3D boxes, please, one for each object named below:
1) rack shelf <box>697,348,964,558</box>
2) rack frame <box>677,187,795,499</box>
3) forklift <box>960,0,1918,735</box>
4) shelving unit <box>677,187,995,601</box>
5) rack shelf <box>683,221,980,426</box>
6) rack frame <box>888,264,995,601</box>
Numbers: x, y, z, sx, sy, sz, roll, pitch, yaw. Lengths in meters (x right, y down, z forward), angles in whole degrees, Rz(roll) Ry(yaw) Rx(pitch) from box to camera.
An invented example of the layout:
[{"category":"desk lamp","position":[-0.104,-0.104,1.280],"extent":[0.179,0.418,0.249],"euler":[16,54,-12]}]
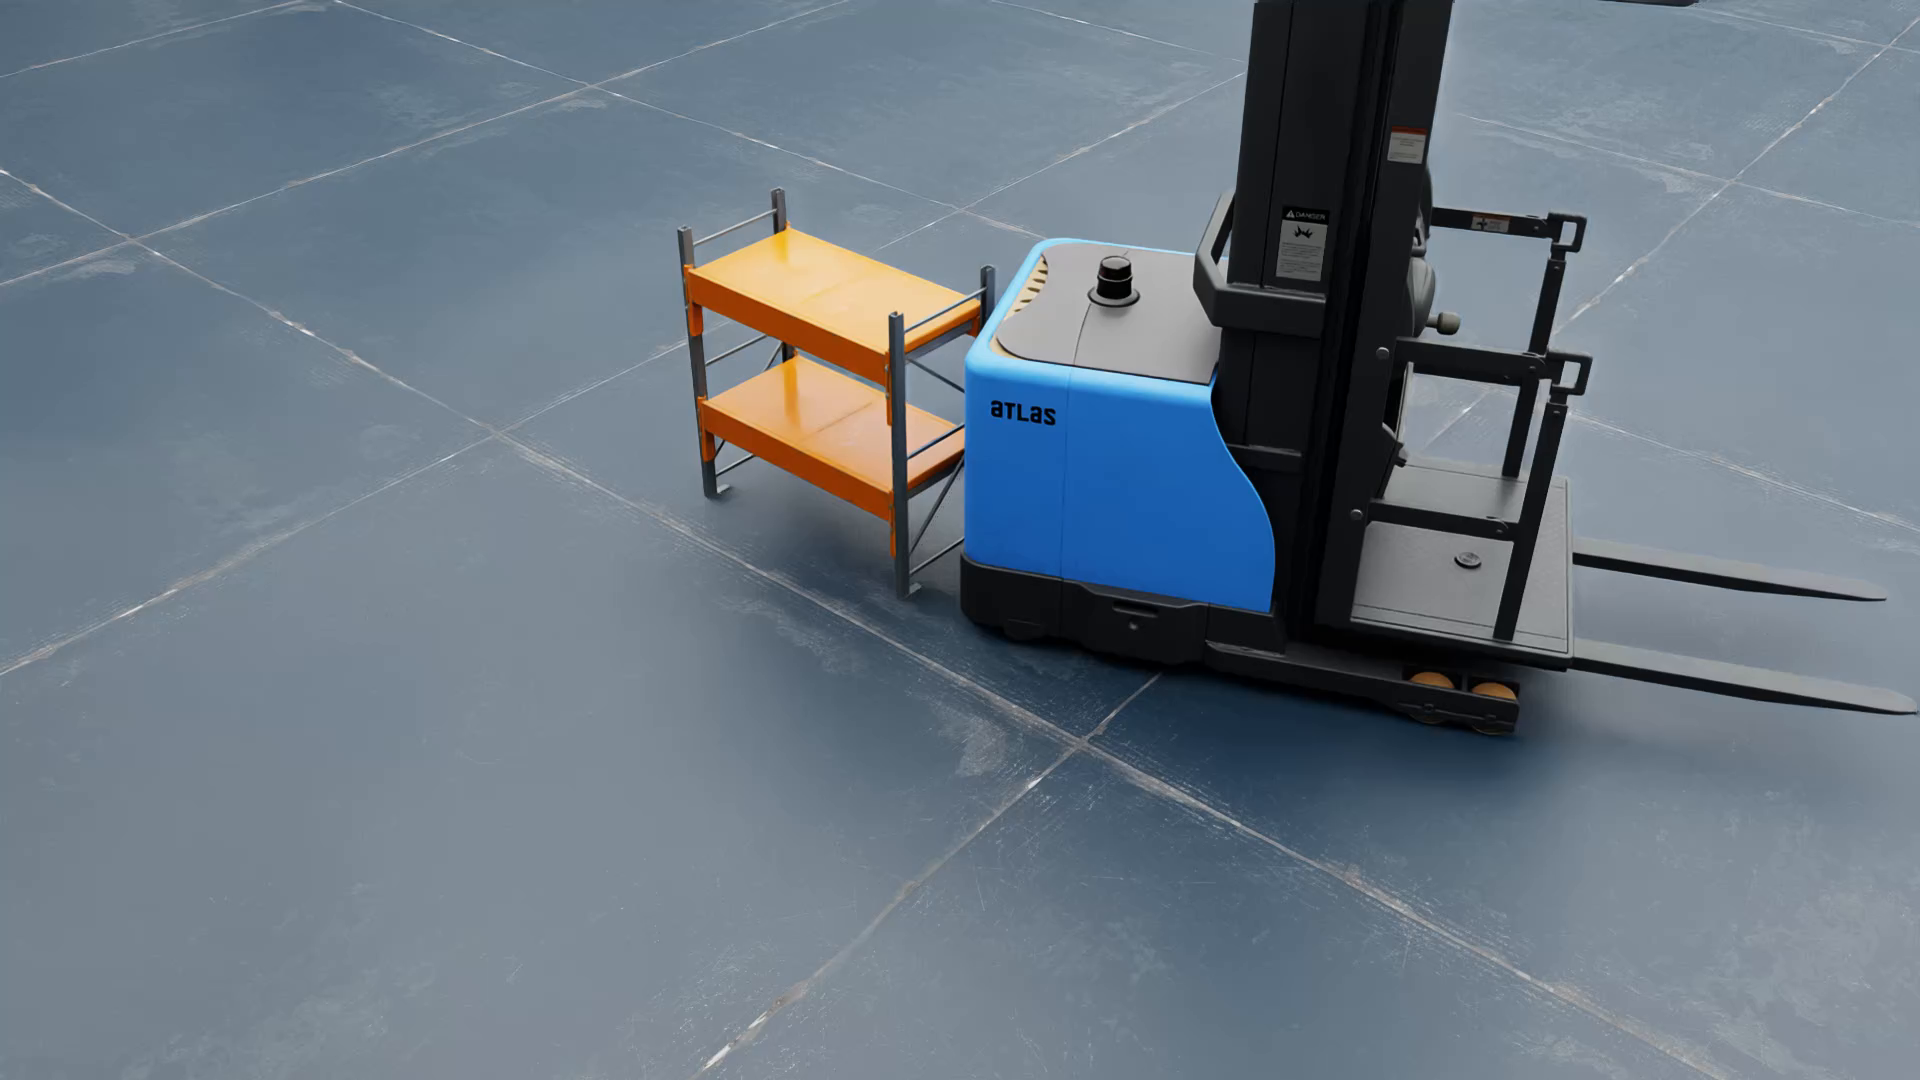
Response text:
[{"category":"rack shelf","position":[-0.440,-0.345,6.190],"extent":[1.000,0.278,0.538],"euler":[26,42,33]},{"category":"rack frame","position":[-0.824,-0.735,6.327],"extent":[0.032,1.125,0.500],"euler":[26,42,33]},{"category":"forklift","position":[1.576,-0.920,5.001],"extent":[3.031,2.935,1.130],"euler":[10,36,14]},{"category":"shelving unit","position":[-0.440,-0.546,6.052],"extent":[1.048,1.125,0.538],"euler":[26,42,33]},{"category":"rack shelf","position":[-0.440,-0.788,5.886],"extent":[1.000,0.278,0.538],"euler":[26,42,33]},{"category":"rack frame","position":[-0.056,-0.358,5.777],"extent":[0.032,1.125,0.500],"euler":[26,42,33]}]
